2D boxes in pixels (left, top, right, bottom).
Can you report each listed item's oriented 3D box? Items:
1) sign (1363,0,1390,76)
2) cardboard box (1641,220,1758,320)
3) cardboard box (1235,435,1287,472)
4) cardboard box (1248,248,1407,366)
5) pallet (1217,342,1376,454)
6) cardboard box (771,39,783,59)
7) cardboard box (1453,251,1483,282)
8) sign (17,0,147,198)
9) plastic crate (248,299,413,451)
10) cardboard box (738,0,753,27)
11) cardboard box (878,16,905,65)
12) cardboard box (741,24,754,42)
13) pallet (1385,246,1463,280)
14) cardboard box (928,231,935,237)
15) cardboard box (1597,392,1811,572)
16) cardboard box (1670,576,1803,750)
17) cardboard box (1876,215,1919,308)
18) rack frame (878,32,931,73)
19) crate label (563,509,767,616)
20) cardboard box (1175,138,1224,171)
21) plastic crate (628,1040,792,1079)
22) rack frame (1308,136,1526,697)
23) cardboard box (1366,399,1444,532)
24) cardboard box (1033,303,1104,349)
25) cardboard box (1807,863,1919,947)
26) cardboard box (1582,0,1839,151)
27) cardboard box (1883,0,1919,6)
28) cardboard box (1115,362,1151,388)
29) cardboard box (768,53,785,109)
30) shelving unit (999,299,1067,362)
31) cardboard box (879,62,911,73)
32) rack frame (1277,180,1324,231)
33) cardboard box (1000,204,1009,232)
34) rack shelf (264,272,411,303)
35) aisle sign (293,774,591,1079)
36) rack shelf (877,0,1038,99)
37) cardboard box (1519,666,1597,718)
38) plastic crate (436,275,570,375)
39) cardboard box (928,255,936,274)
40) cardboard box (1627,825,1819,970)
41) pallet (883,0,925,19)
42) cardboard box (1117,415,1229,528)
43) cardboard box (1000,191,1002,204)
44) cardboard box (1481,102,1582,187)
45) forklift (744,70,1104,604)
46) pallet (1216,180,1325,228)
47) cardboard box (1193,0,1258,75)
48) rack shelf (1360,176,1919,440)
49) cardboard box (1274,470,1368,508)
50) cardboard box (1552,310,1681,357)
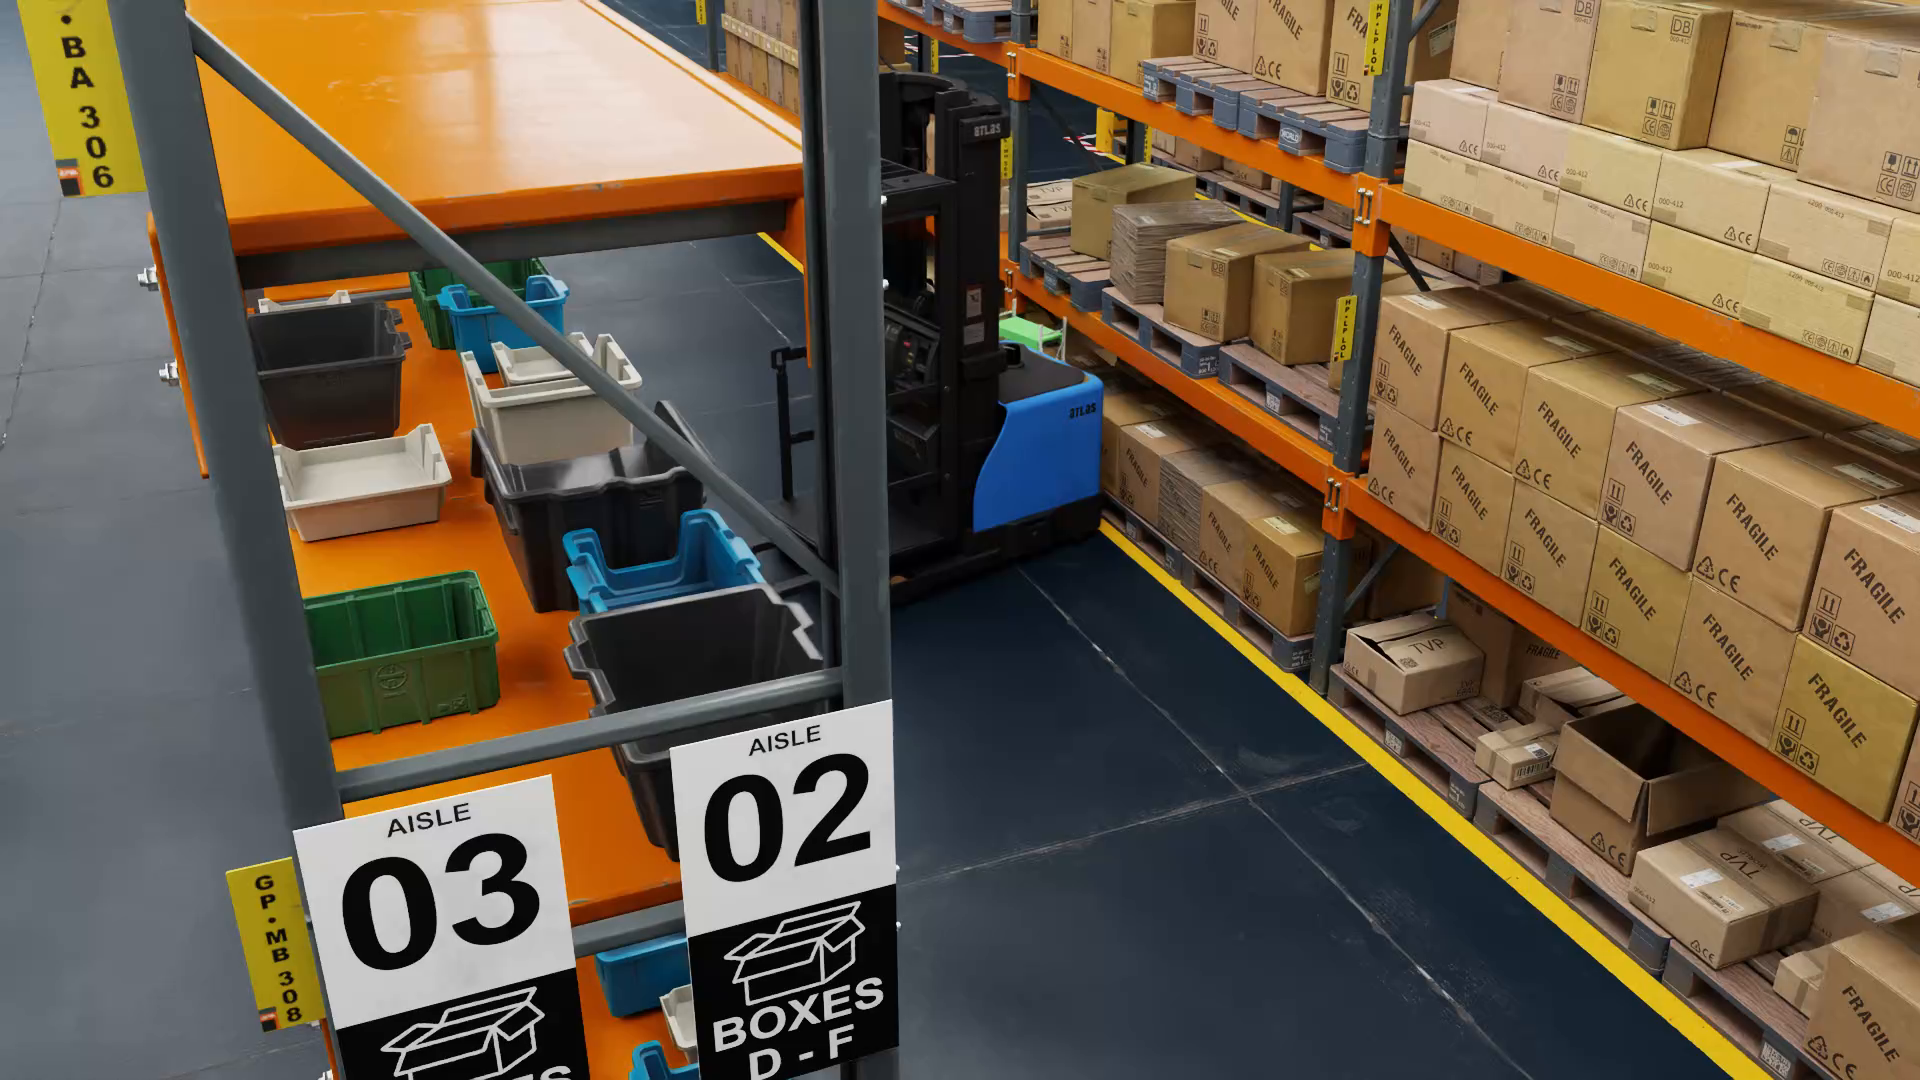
[{"bbox_3d":[1.882,-2.268,7.519,0.100,0.325,0.005,-11,28,-21],"label":"sign"},{"bbox_3d":[2.939,-1.043,6.220,0.500,0.250,0.500,-11,28,-21],"label":"cardboard box"},{"bbox_3d":[2.034,-0.660,10.176,0.500,0.250,0.500,-11,28,-20],"label":"cardboard box"},{"bbox_3d":[2.084,-1.338,9.478,0.700,0.500,0.500,-6,27,-12],"label":"cardboard box"},{"bbox_3d":[2.179,-0.863,9.317,1.003,0.211,1.213,-11,28,-21],"label":"pallet"},{"bbox_3d":[-1.648,-4.866,16.444,0.380,0.149,0.250,-10,28,-19],"label":"cardboard box"},{"bbox_3d":[4.956,-2.659,15.125,0.700,0.500,0.500,-11,28,-21],"label":"cardboard box"},{"bbox_3d":[-1.102,-0.593,2.076,0.100,0.325,0.005,-11,28,-21],"label":"sign"},{"bbox_3d":[-1.934,-0.499,5.083,0.497,0.269,0.590,-11,28,-21],"label":"plastic crate"},{"bbox_3d":[-1.906,-5.657,17.324,0.700,0.500,0.500,-11,28,-22],"label":"cardboard box"},{"bbox_3d":[-0.921,-4.643,15.248,0.700,0.500,0.500,-10,28,-20],"label":"cardboard box"},{"bbox_3d":[-2.054,-5.284,17.300,0.380,0.149,0.250,-11,28,-21],"label":"cardboard box"},{"bbox_3d":[4.603,-2.629,15.895,1.003,0.211,1.213,-11,28,-21],"label":"pallet"},{"bbox_3d":[-0.110,-2.719,14.916,0.500,0.311,0.500,-10,28,-19],"label":"cardboard box"},{"bbox_3d":[2.923,-0.239,6.567,0.500,0.500,0.500,-10,28,-19],"label":"cardboard box"},{"bbox_3d":[3.135,0.417,6.363,0.500,0.500,0.500,-10,28,-20],"label":"cardboard box"},{"bbox_3d":[3.326,-0.863,5.282,0.500,0.250,0.500,-11,28,-21],"label":"cardboard box"},{"bbox_3d":[-0.742,-3.837,15.190,1.000,3.000,0.127,-11,28,-21],"label":"rack frame"},{"bbox_3d":[-0.666,0.148,3.779,0.408,0.251,0.502,-11,28,-21],"label":"crate label"},{"bbox_3d":[2.901,-4.549,18.997,0.700,0.500,0.500,-12,29,-24],"label":"cardboard box"},{"bbox_3d":[-0.653,1.483,4.416,0.416,0.233,0.300,-11,28,-21],"label":"plastic crate"},{"bbox_3d":[2.391,-0.608,8.576,1.000,3.000,0.127,-11,28,-21],"label":"rack frame"},{"bbox_3d":[2.340,-0.400,8.036,0.500,0.500,0.500,-10,28,-19],"label":"cardboard box"},{"bbox_3d":[0.890,-1.689,12.807,0.500,0.311,0.500,-10,28,-19],"label":"cardboard box"},{"bbox_3d":[3.810,1.575,6.738,0.500,0.250,0.500,-11,28,-21],"label":"cardboard box"},{"bbox_3d":[2.883,-1.833,6.413,0.700,0.500,0.500,-11,28,-21],"label":"cardboard box"},{"bbox_3d":[6.426,-3.639,10.749,0.700,0.500,0.500,-11,28,-22],"label":"cardboard box"},{"bbox_3d":[1.407,-0.960,11.644,0.500,0.500,0.500,-9,28,-19],"label":"cardboard box"},{"bbox_3d":[-1.529,-4.682,16.806,0.700,0.500,0.500,-10,28,-19],"label":"cardboard box"},{"bbox_3d":[0.440,-0.991,11.393,0.258,1.200,0.503,-20,33,-37],"label":"shelving unit"},{"bbox_3d":[-0.669,-4.315,15.316,0.380,0.149,0.250,-11,28,-21],"label":"cardboard box"},{"bbox_3d":[3.815,-4.690,16.937,1.000,3.000,0.127,-11,28,-21],"label":"rack frame"},{"bbox_3d":[0.218,-2.425,12.584,0.380,0.149,0.250,-11,28,-21],"label":"cardboard box"},{"bbox_3d":[-2.951,-1.590,7.989,1.077,0.370,4.000,-11,28,-21],"label":"rack shelf"},{"bbox_3d":[-0.843,0.768,2.795,0.394,0.787,0.004,-11,28,-21],"label":"aisle sign"},{"bbox_3d":[0.041,-4.054,13.036,1.077,0.370,4.000,-11,28,-21],"label":"rack shelf"},{"bbox_3d":[3.077,0.798,8.444,0.380,0.149,0.250,-11,28,-21],"label":"cardboard box"},{"bbox_3d":[-1.518,-0.718,5.574,0.416,0.233,0.300,-11,28,-21],"label":"plastic crate"},{"bbox_3d":[-0.206,-2.212,13.878,0.500,0.311,0.500,-10,28,-19],"label":"cardboard box"},{"bbox_3d":[3.173,1.479,6.934,0.500,0.250,0.500,-11,28,-21],"label":"cardboard box"},{"bbox_3d":[0.036,-4.195,12.720,1.003,0.211,1.213,-9,28,-18],"label":"pallet"},{"bbox_3d":[1.351,-0.440,10.581,0.500,0.500,0.500,-12,28,-22],"label":"cardboard box"},{"bbox_3d":[0.273,-2.615,12.973,0.380,0.149,0.250,-8,27,-17],"label":"cardboard box"},{"bbox_3d":[2.550,-1.672,6.938,0.500,0.250,0.500,-11,28,-21],"label":"cardboard box"},{"bbox_3d":[-0.580,-1.147,9.759,3.031,2.935,1.130,-17,31,-32],"label":"forklift"},{"bbox_3d":[3.519,-3.702,18.091,1.003,0.211,1.213,-11,28,-21],"label":"pallet"},{"bbox_3d":[1.737,-2.988,9.326,0.600,0.600,0.600,-12,28,-23],"label":"cardboard box"},{"bbox_3d":[3.174,-0.825,6.422,1.077,0.370,4.000,-11,28,-21],"label":"rack shelf"},{"bbox_3d":[2.207,-0.133,9.950,0.500,0.500,0.500,-10,28,-20],"label":"cardboard box"},{"bbox_3d":[3.030,-0.736,7.585,0.500,0.500,0.500,-11,28,-22],"label":"cardboard box"}]
